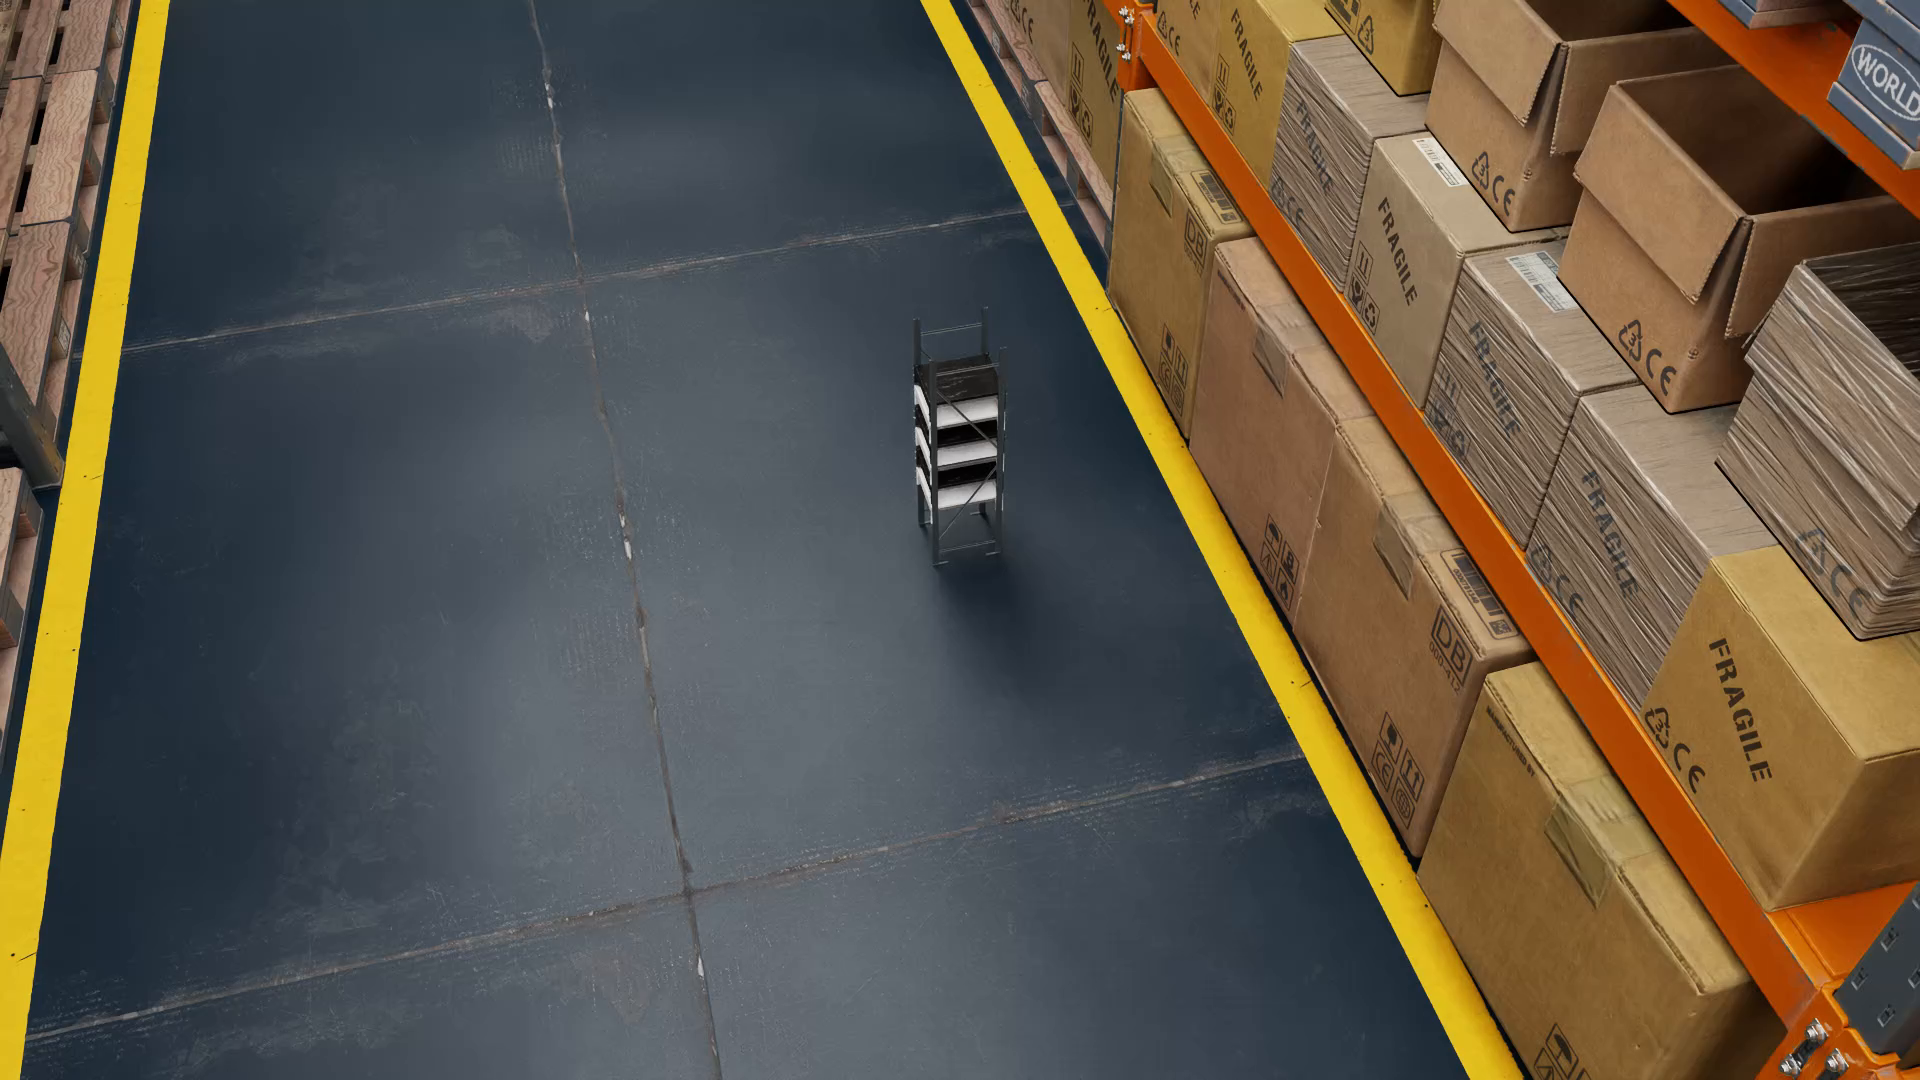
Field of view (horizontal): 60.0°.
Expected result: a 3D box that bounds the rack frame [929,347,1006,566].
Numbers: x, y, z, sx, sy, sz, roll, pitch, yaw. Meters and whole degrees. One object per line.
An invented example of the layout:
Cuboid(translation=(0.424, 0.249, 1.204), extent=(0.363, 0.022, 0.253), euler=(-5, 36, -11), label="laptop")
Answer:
Cuboid(translation=(0.024, -0.250, 5.365), extent=(0.240, 0.900, 0.006), euler=(-11, 47, -10), label="rack frame")

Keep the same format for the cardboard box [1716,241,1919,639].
Cuboid(translation=(1.938, -0.226, 3.099), extent=(0.797, 0.503, 0.637), euler=(-9, 46, -9), label="cardboard box")

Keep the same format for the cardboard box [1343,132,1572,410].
Cuboid(translation=(1.356, -0.717, 4.283), extent=(0.500, 0.500, 0.500), euler=(-10, 46, -10), label="cardboard box")

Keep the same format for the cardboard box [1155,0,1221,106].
Cuboid(translation=(0.961, -1.766, 5.310), extent=(0.500, 0.500, 0.500), euler=(-11, 47, -10), label="cardboard box")

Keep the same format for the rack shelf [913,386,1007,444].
Cuboid(translation=(-0.002, -0.423, 5.329), extent=(0.258, 0.077, 0.200), euler=(-11, 47, -10), label="rack shelf")

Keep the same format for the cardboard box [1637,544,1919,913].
Cuboid(translation=(1.743, 0.337, 3.249), extent=(0.500, 0.500, 0.500), euler=(-9, 46, -9), label="cardboard box")

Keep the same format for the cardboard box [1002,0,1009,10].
Cuboid(translation=(0.535, -3.204, 7.983), extent=(0.875, 0.875, 0.875), euler=(-11, 47, -10), label="cardboard box")

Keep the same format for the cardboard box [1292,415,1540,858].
Cuboid(translation=(1.732, 0.167, 4.680), extent=(1.225, 0.875, 0.875), euler=(-11, 47, -10), label="cardboard box")

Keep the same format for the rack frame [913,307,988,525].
Cuboid(translation=(-0.028, -0.391, 5.503), extent=(0.240, 0.900, 0.006), euler=(-11, 47, -10), label="rack frame")

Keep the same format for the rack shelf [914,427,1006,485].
Cuboid(translation=(-0.002, -0.297, 5.458), extent=(0.258, 0.077, 0.200), euler=(-11, 47, -10), label="rack shelf")

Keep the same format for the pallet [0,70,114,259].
Cuboid(translation=(-4.244, -1.557, 7.128), extent=(1.003, 0.211, 1.213), euler=(-11, 47, -10), label="pallet")

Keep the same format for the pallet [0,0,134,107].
Cuboid(translation=(-4.553, -2.398, 7.952), extent=(1.003, 0.211, 1.213), euler=(-11, 47, -10), label="pallet")

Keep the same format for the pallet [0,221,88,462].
Cuboid(translation=(-3.929, -0.713, 6.301), extent=(1.003, 0.211, 1.213), euler=(-11, 47, -10), label="pallet")

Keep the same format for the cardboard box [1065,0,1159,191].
Cuboid(translation=(0.993, -1.968, 6.772), extent=(0.875, 0.875, 0.875), euler=(-11, 47, -10), label="cardboard box")

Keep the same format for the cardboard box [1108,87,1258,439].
Cuboid(translation=(1.268, -1.059, 5.881), extent=(1.225, 0.875, 0.875), euler=(-11, 47, -10), label="cardboard box")

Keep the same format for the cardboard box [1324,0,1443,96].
Cuboid(translation=(1.421, -1.565, 4.411), extent=(0.797, 0.503, 0.637), euler=(-10, 46, -10), label="cardboard box")

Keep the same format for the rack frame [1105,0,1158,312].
Cuboid(translation=(1.085, -2.094, 5.702), extent=(1.000, 3.000, 0.127), euler=(-11, 47, -10), label="rack frame")

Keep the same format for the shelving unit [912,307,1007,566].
Cuboid(translation=(-0.002, -0.321, 5.434), extent=(0.258, 0.900, 0.210), euler=(-11, 47, -10), label="shelving unit")

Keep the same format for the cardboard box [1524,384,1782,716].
Cuboid(translation=(1.621, -0.008, 3.588), extent=(0.500, 0.500, 0.500), euler=(-11, 47, -11), label="cardboard box")

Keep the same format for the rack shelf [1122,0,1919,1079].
Cuboid(translation=(1.597, -0.461, 4.606), extent=(1.077, 0.370, 4.000), euler=(-11, 47, -10), label="rack shelf")

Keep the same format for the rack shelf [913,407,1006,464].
Cuboid(translation=(-0.002, -0.360, 5.394), extent=(0.258, 0.077, 0.200), euler=(-11, 47, -10), label="rack shelf")

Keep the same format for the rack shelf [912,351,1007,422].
Cuboid(translation=(-0.002, -0.486, 5.265), extent=(0.258, 0.077, 0.200), euler=(-11, 47, -10), label="rack shelf")

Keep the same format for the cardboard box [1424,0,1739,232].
Cuboid(translation=(1.595, -1.139, 3.993), extent=(0.797, 0.503, 0.637), euler=(-9, 46, -9), label="cardboard box")

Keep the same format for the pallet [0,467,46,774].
Cuboid(translation=(-3.546, 0.328, 5.281), extent=(1.003, 0.211, 1.213), euler=(-11, 47, -10), label="pallet")

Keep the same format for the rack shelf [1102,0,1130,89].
Cuboid(translation=(0.573, -3.223, 7.312), extent=(1.077, 0.370, 4.000), euler=(-11, 47, -10), label="rack shelf")

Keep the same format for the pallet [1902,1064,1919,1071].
Cuboid(translation=(1.980, 1.085, 4.538), extent=(1.003, 0.211, 1.213), euler=(-11, 47, -10), label="pallet")

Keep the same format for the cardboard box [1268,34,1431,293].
Cuboid(translation=(1.218, -1.073, 4.632), extent=(0.500, 0.500, 0.500), euler=(-12, 47, -11), label="cardboard box")

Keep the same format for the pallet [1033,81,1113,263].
Cuboid(translation=(0.966, -1.657, 7.226), extent=(1.003, 0.211, 1.213), euler=(-11, 47, -10), label="pallet")

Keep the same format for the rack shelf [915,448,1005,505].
Cuboid(translation=(-0.002, -0.234, 5.522), extent=(0.258, 0.077, 0.200), euler=(-11, 47, -10), label="rack shelf")

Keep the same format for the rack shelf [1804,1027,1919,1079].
Cuboid(translation=(2.621, 2.300, 1.899), extent=(1.077, 0.370, 4.000), euler=(-11, 47, -10), label="rack shelf")

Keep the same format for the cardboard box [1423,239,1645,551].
Cuboid(translation=(1.485, -0.366, 3.939), extent=(0.500, 0.500, 0.500), euler=(-12, 47, -12), label="cardboard box")

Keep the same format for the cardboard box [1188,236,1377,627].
Cuboid(translation=(1.498, -0.442, 5.277), extent=(1.225, 0.875, 0.875), euler=(-12, 47, -12), label="cardboard box")

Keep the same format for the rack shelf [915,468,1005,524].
Cuboid(translation=(-0.002, -0.171, 5.586), extent=(0.258, 0.077, 0.200), euler=(-11, 47, -10), label="rack shelf")

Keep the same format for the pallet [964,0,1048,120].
Cuboid(translation=(0.650, -2.501, 8.053), extent=(1.003, 0.211, 1.213), euler=(-11, 47, -10), label="pallet")

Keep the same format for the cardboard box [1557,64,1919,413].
Cuboid(translation=(1.773, -0.677, 3.541), extent=(0.797, 0.503, 0.637), euler=(-10, 46, -9), label="cardboard box")

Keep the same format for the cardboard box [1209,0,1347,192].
Cuboid(translation=(1.091, -1.419, 4.970), extent=(0.500, 0.500, 0.500), euler=(-11, 47, -10), label="cardboard box")

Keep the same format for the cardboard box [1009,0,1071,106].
Cuboid(translation=(0.763, -2.589, 7.381), extent=(0.875, 0.875, 0.875), euler=(-11, 47, -10), label="cardboard box")

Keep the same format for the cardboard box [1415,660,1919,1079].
Cuboid(translation=(1.953, 0.784, 4.075), extent=(1.225, 0.875, 0.875), euler=(-13, 47, -12), label="cardboard box")

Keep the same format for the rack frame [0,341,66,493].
Cuboid(translation=(-3.703, -1.188, 4.815), extent=(1.000, 3.000, 0.127), euler=(-11, 47, -10), label="rack frame")
